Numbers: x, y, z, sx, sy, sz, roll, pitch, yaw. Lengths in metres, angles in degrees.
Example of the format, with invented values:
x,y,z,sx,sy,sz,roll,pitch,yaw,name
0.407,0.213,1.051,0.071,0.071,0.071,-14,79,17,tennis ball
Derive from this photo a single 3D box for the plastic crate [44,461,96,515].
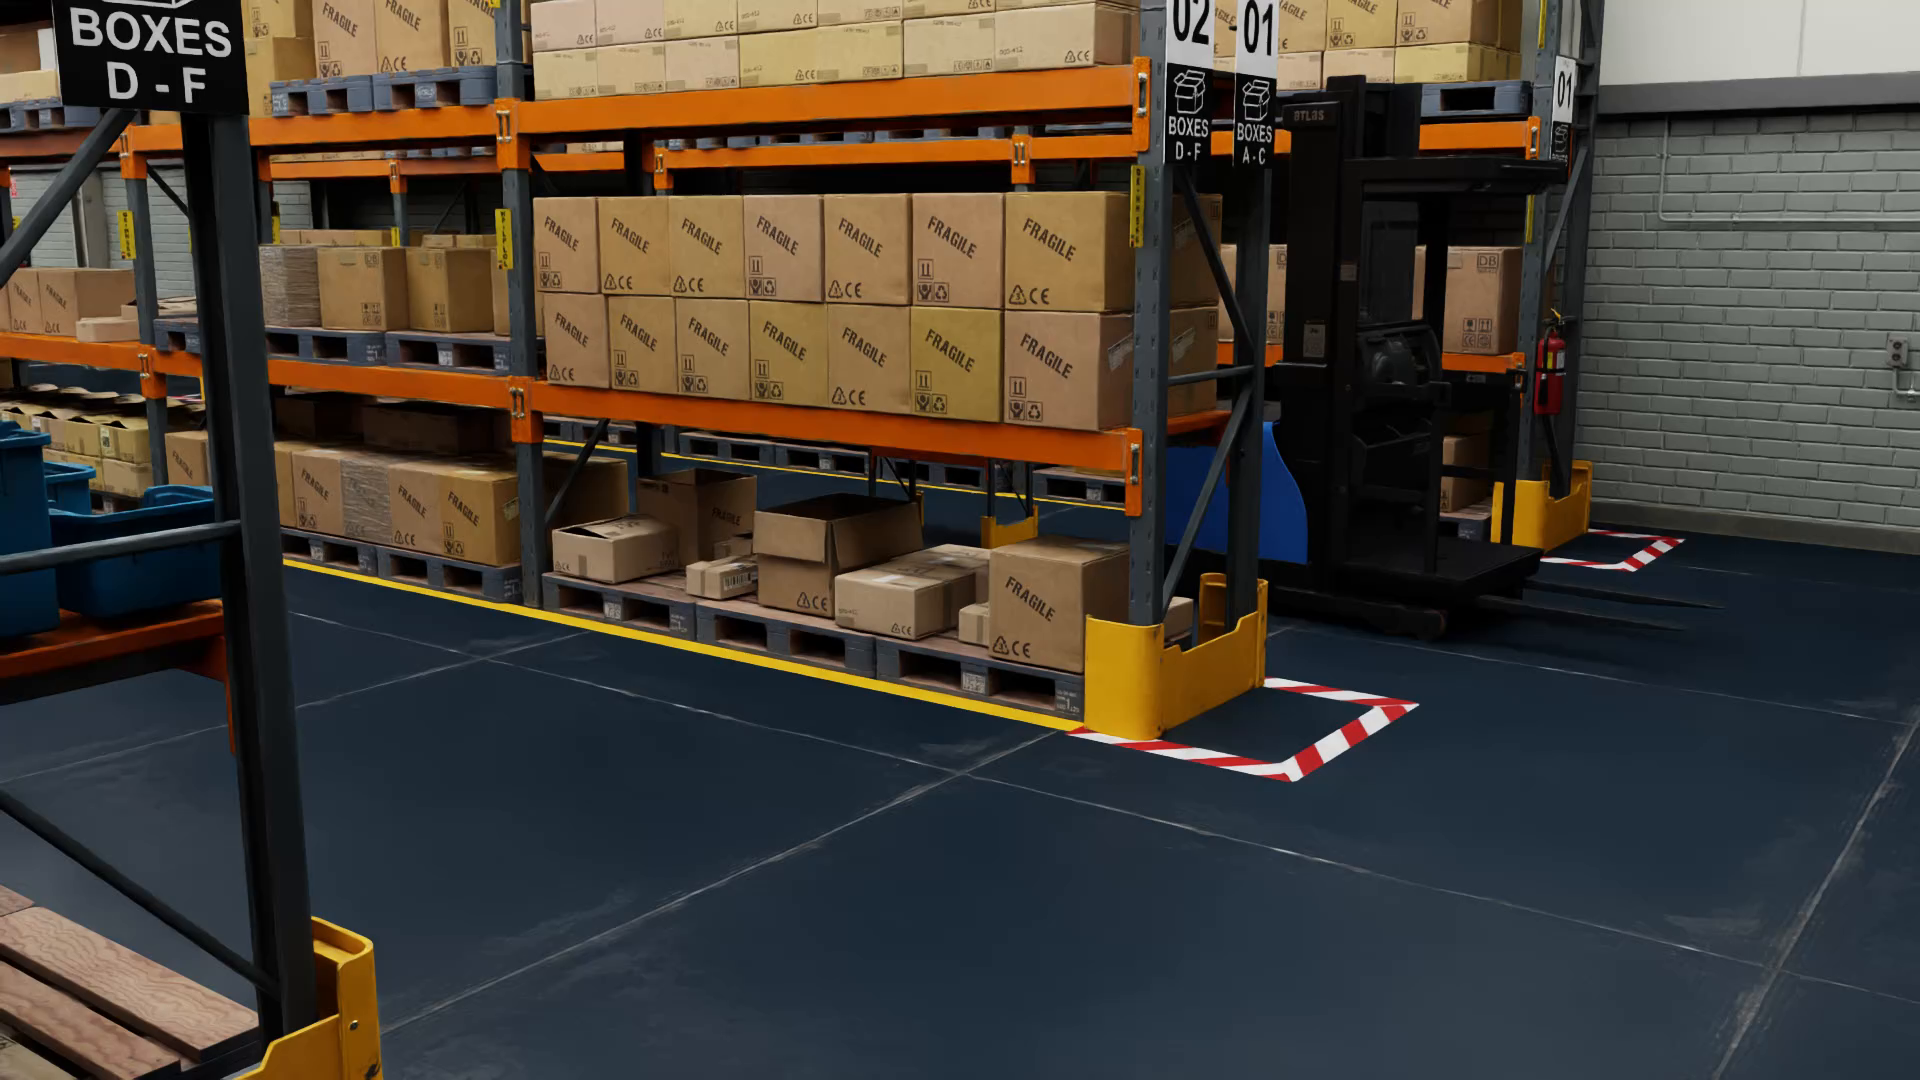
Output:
x,y,z,sx,sy,sz,roll,pitch,yaw,name
-2.407,-0.051,4.180,0.300,0.233,0.416,8,13,36,plastic crate

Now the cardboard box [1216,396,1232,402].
x,y,z,sx,sy,sz,roll,pitch,yaw,name
1.899,-0.991,12.521,0.250,0.149,0.380,7,13,34,cardboard box

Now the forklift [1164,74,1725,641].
x,y,z,sx,sy,sz,roll,pitch,yaw,name
2.591,-1.018,9.075,3.031,2.935,1.130,9,14,40,forklift

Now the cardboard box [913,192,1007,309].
x,y,z,sx,sy,sz,roll,pitch,yaw,name
0.134,-1.314,7.531,0.500,0.500,0.500,8,14,37,cardboard box

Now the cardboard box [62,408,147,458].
x,y,z,sx,sy,sz,roll,pitch,yaw,name
-6.376,-0.819,12.524,0.500,0.311,0.500,8,13,35,cardboard box

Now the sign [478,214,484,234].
x,y,z,sx,sy,sz,roll,pitch,yaw,name
-5.354,-3.471,18.528,0.005,0.325,0.100,8,13,36,sign

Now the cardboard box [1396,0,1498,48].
x,y,z,sx,sy,sz,roll,pitch,yaw,name
3.241,-3.532,11.041,0.500,0.500,0.500,8,13,35,cardboard box

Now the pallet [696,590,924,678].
x,y,z,sx,sy,sz,roll,pitch,yaw,name
-0.621,0.424,8.782,1.213,0.211,1.003,8,13,36,pallet

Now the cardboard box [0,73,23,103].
x,y,z,sx,sy,sz,roll,pitch,yaw,name
-7.104,-3.440,12.805,0.500,0.250,0.500,7,13,31,cardboard box

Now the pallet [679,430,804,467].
x,y,z,sx,sy,sz,roll,pitch,yaw,name
-1.865,-0.899,15.619,1.213,0.211,1.003,8,13,36,pallet

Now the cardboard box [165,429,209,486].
x,y,z,sx,sy,sz,roll,pitch,yaw,name
-5.187,-0.503,11.655,0.500,0.500,0.500,9,14,38,cardboard box

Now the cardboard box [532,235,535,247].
x,y,z,sx,sy,sz,roll,pitch,yaw,name
-4.294,-2.887,17.134,0.500,0.500,0.700,10,15,43,cardboard box

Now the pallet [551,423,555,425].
x,y,z,sx,sy,sz,roll,pitch,yaw,name
-5.052,-1.361,18.010,1.213,0.211,1.003,8,13,36,pallet

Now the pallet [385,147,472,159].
x,y,z,sx,sy,sz,roll,pitch,yaw,name
-5.245,-4.112,17.487,1.003,0.211,1.213,8,13,36,pallet

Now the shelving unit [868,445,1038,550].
x,y,z,sx,sy,sz,roll,pitch,yaw,name
-0.061,-0.745,11.432,1.083,1.500,0.587,8,13,36,shelving unit

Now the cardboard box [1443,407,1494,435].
x,y,z,sx,sy,sz,roll,pitch,yaw,name
3.588,-0.846,11.772,0.250,0.149,0.380,8,14,36,cardboard box

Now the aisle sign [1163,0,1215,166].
x,y,z,sx,sy,sz,roll,pitch,yaw,name
0.937,-1.931,6.772,0.004,0.787,0.394,8,13,36,aisle sign

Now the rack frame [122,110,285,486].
x,y,z,sx,sy,sz,roll,pitch,yaw,name
-5.385,-1.609,11.950,0.127,3.000,1.000,8,13,36,rack frame

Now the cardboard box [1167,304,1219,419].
x,y,z,sx,sy,sz,roll,pitch,yaw,name
0.861,-0.849,7.758,0.500,0.500,0.500,8,14,37,cardboard box

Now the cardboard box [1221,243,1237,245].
x,y,z,sx,sy,sz,roll,pitch,yaw,name
1.781,-1.919,12.763,0.700,0.700,0.980,8,13,34,cardboard box

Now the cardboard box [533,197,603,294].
x,y,z,sx,sy,sz,roll,pitch,yaw,name
-1.948,-1.603,9.025,0.500,0.500,0.500,8,14,37,cardboard box

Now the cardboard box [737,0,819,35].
x,y,z,sx,sy,sz,roll,pitch,yaw,name
-0.713,-2.541,7.949,0.500,0.250,0.500,8,13,36,cardboard box

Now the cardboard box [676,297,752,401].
x,y,z,sx,sy,sz,roll,pitch,yaw,name
-1.095,-0.996,8.517,0.500,0.500,0.500,8,13,35,cardboard box

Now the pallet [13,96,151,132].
x,y,z,sx,sy,sz,roll,pitch,yaw,name
-5.985,-3.052,12.007,1.003,0.211,1.213,9,14,38,pallet

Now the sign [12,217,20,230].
x,y,z,sx,sy,sz,roll,pitch,yaw,name
-8.296,-2.673,14.607,0.005,0.325,0.100,8,13,36,sign

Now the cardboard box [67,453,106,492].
x,y,z,sx,sy,sz,roll,pitch,yaw,name
-6.371,-0.545,12.581,0.500,0.250,0.500,8,13,35,cardboard box

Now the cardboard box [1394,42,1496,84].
x,y,z,sx,sy,sz,roll,pitch,yaw,name
3.245,-3.165,11.119,0.500,0.250,0.500,8,14,37,cardboard box

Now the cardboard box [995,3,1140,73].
x,y,z,sx,sy,sz,roll,pitch,yaw,name
0.493,-2.126,7.120,0.500,0.250,0.500,8,13,36,cardboard box

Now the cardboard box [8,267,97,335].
x,y,z,sx,sy,sz,roll,pitch,yaw,name
-7.171,-1.904,13.209,0.500,0.500,0.500,8,14,36,cardboard box

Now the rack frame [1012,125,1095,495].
x,y,z,sx,sy,sz,roll,pitch,yaw,name
0.768,-1.918,13.548,0.127,3.000,1.000,8,13,36,rack frame

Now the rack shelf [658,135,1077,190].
x,y,z,sx,sy,sz,roll,pitch,yaw,name
-0.844,-3.263,14.493,4.000,0.370,1.077,8,13,36,rack shelf

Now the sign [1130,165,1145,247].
x,y,z,sx,sy,sz,roll,pitch,yaw,name
0.718,-1.351,6.733,0.005,0.325,0.100,8,13,36,sign

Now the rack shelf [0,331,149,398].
x,y,z,sx,sy,sz,roll,pitch,yaw,name
-6.997,-1.481,13.181,4.000,0.370,1.077,8,13,36,rack shelf

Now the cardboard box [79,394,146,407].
x,y,z,sx,sy,sz,roll,pitch,yaw,name
-6.886,-1.018,13.550,0.500,0.311,0.500,8,13,35,cardboard box

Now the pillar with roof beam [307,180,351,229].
x,y,z,sx,sy,sz,roll,pitch,yaw,name
-10.376,-5.607,16.823,0.400,9.000,9.100,8,13,36,pillar with roof beam

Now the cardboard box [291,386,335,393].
x,y,z,sx,sy,sz,roll,pitch,yaw,name
-7.378,-2.010,19.446,0.500,0.500,0.700,7,13,32,cardboard box

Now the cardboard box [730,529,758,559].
x,y,z,sx,sy,sz,roll,pitch,yaw,name
-0.929,0.050,9.297,0.500,0.311,0.500,8,13,36,cardboard box

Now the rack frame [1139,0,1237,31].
x,y,z,sx,sy,sz,roll,pitch,yaw,name
1.063,-3.655,6.731,0.127,3.000,1.000,8,13,36,rack frame

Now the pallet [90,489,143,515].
x,y,z,sx,sy,sz,roll,pitch,yaw,name
-6.025,-0.339,12.724,1.213,0.211,1.003,8,13,36,pallet

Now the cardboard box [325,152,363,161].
x,y,z,sx,sy,sz,roll,pitch,yaw,name
-6.633,-4.427,18.302,0.500,0.500,0.500,7,13,31,cardboard box

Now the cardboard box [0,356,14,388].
x,y,z,sx,sy,sz,roll,pitch,yaw,name
-8.797,-1.383,14.942,0.500,0.500,0.500,8,13,36,cardboard box

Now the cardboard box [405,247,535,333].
x,y,z,sx,sy,sz,roll,pitch,yaw,name
-3.002,-1.570,10.378,0.700,0.500,0.500,-11,15,-44,cardboard box

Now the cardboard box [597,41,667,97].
x,y,z,sx,sy,sz,roll,pitch,yaw,name
-1.515,-2.409,8.583,0.500,0.250,0.500,8,13,36,cardboard box

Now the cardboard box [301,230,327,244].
x,y,z,sx,sy,sz,roll,pitch,yaw,name
-7.049,-3.241,18.755,0.500,0.500,0.500,7,13,34,cardboard box

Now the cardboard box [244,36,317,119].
x,y,z,sx,sy,sz,roll,pitch,yaw,name
-4.183,-2.971,10.830,0.500,0.500,0.910,8,13,36,cardboard box

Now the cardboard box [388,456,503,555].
x,y,z,sx,sy,sz,roll,pitch,yaw,name
-3.122,-0.217,10.175,0.500,0.500,0.500,8,14,36,cardboard box

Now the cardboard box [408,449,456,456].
x,y,z,sx,sy,sz,roll,pitch,yaw,name
-3.241,-0.355,10.893,0.500,0.500,0.500,8,14,36,cardboard box

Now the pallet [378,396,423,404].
x,y,z,sx,sy,sz,roll,pitch,yaw,name
-6.242,-1.519,18.824,1.213,0.211,1.003,8,13,36,pallet

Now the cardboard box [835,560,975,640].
x,y,z,sx,sy,sz,roll,pitch,yaw,name
-0.269,0.289,8.217,0.500,0.250,0.500,8,13,36,cardboard box

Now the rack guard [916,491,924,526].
x,y,z,sx,sy,sz,roll,pitch,yaw,name
-0.463,-0.187,11.840,0.087,0.250,0.587,8,13,36,rack guard

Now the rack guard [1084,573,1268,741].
x,y,z,sx,sy,sz,roll,pitch,yaw,name
1.002,0.509,7.583,0.348,0.500,1.175,8,13,36,rack guard
